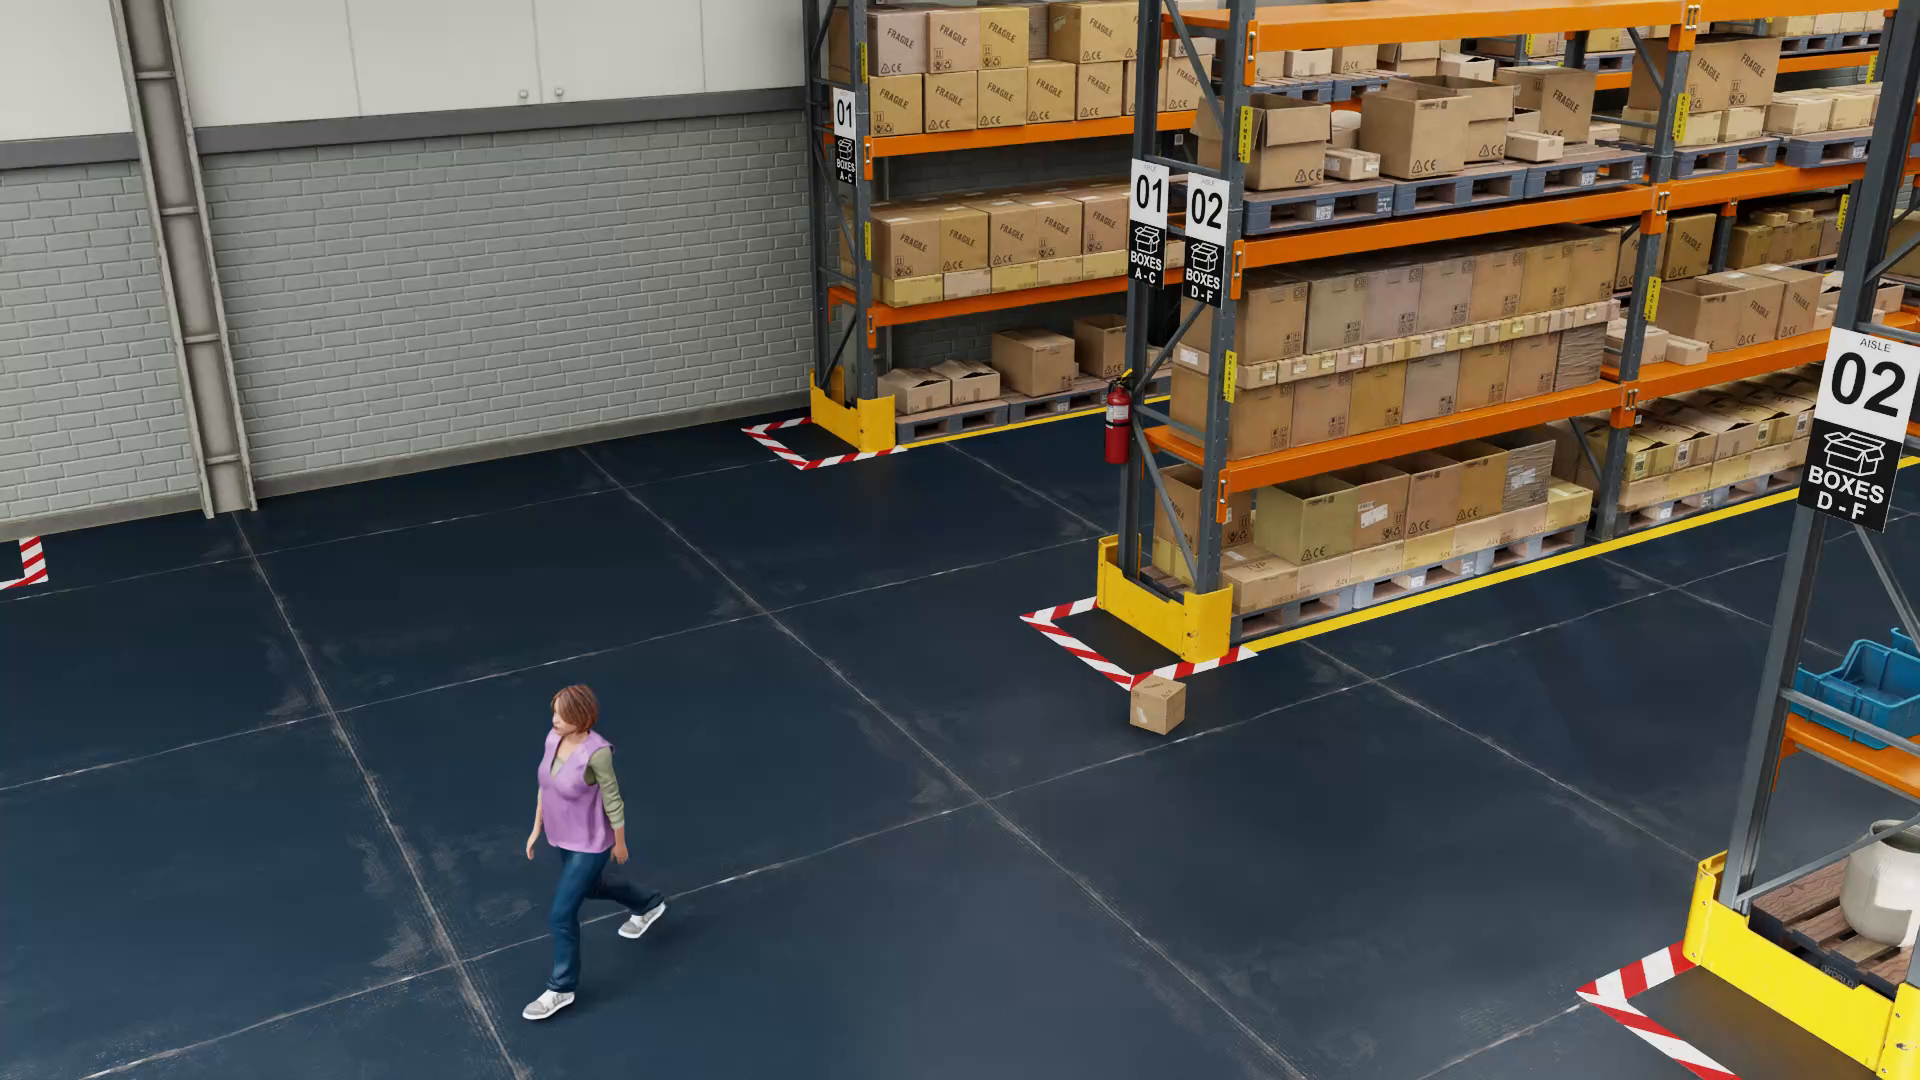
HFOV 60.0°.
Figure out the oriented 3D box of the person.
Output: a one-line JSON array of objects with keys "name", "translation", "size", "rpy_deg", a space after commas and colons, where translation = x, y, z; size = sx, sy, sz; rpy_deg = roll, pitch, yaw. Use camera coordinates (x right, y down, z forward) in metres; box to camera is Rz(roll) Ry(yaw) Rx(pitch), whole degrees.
[{"name": "person", "translation": [-1.752, 1.365, 7.725], "size": [0.412, 1.551, 0.896], "rpy_deg": [20, 29, 40]}]
